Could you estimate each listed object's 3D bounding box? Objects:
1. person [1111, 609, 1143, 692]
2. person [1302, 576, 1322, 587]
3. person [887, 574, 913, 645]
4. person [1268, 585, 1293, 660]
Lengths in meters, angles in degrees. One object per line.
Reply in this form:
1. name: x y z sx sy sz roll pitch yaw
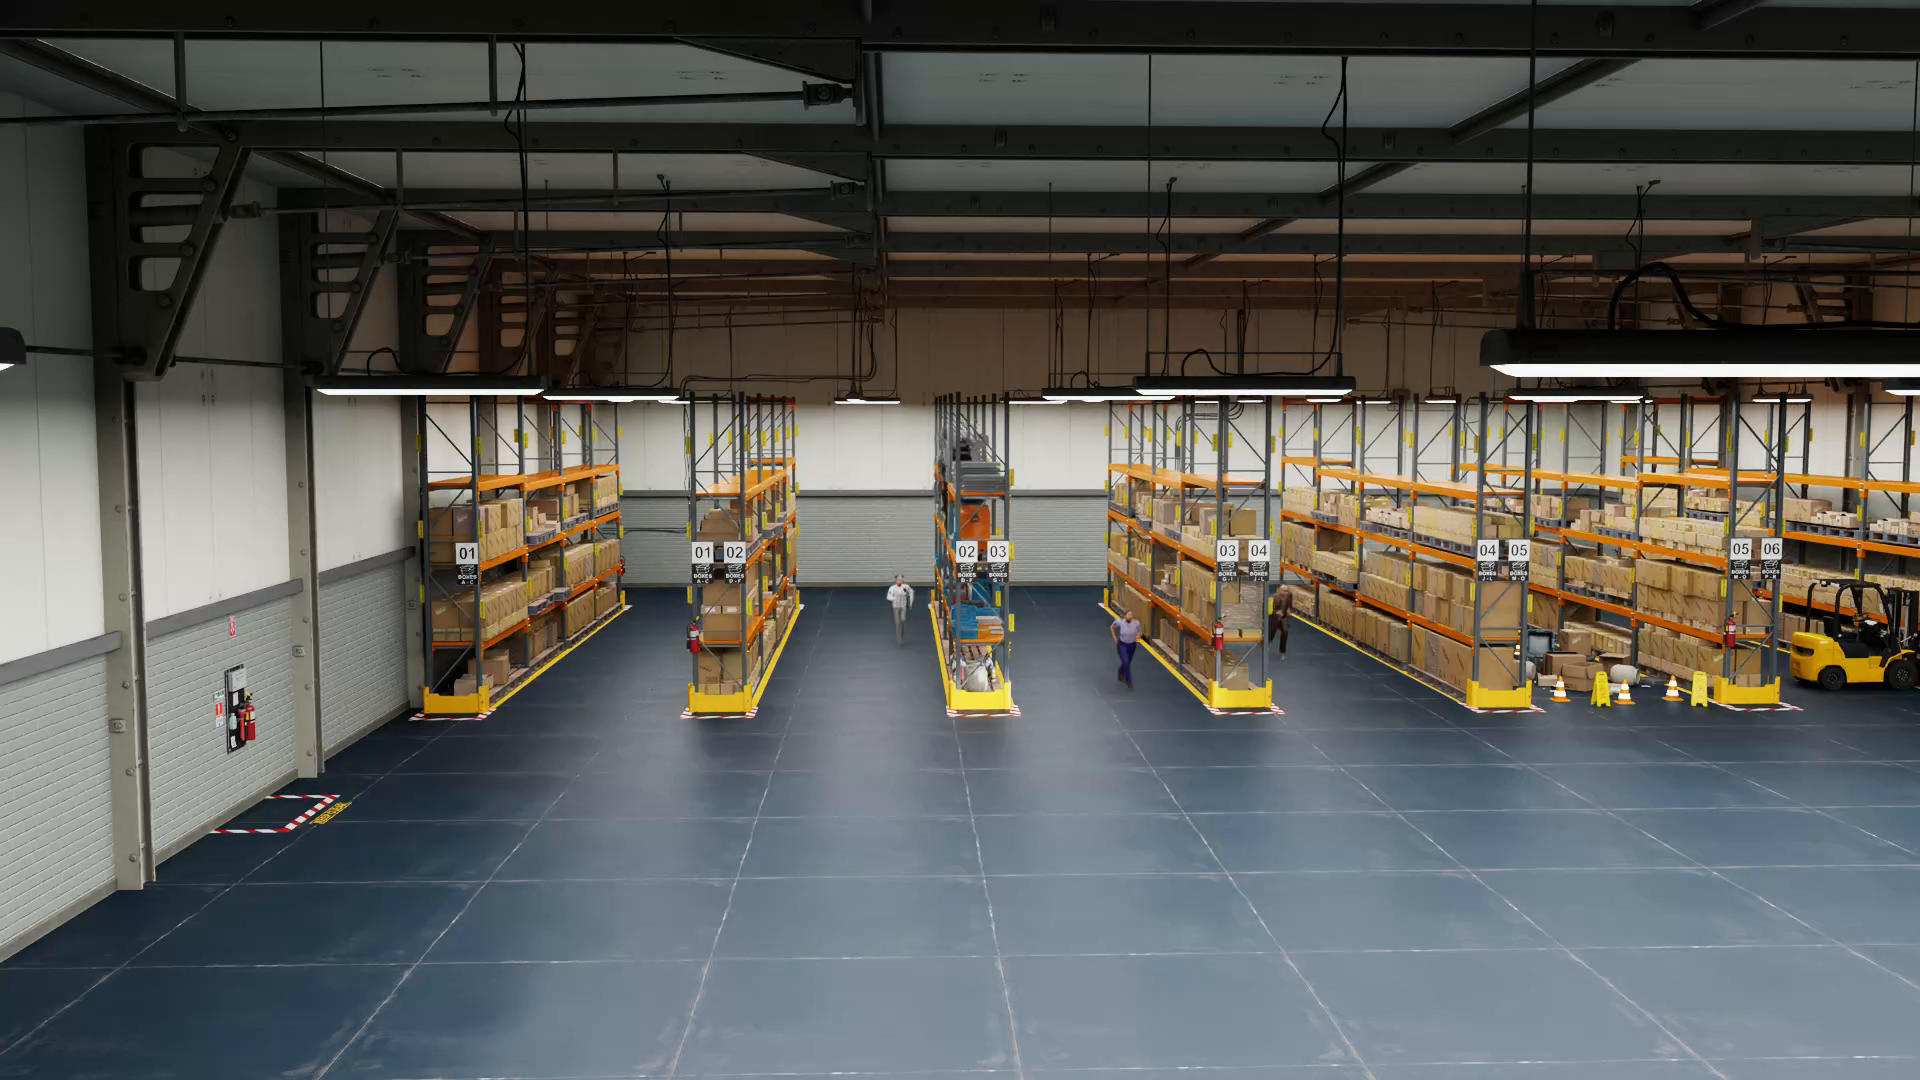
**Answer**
1. person: 3.393 2.211 33.899 0.608 1.655 1.029 -1 5 -14
2. person: 10.405 0.942 49.018 0.691 1.740 0.709 -1 5 -15
3. person: -1.454 1.666 40.260 0.638 1.727 0.828 0 5 -5
4. person: 7.232 1.852 38.084 0.755 1.743 1.066 -2 5 -19
